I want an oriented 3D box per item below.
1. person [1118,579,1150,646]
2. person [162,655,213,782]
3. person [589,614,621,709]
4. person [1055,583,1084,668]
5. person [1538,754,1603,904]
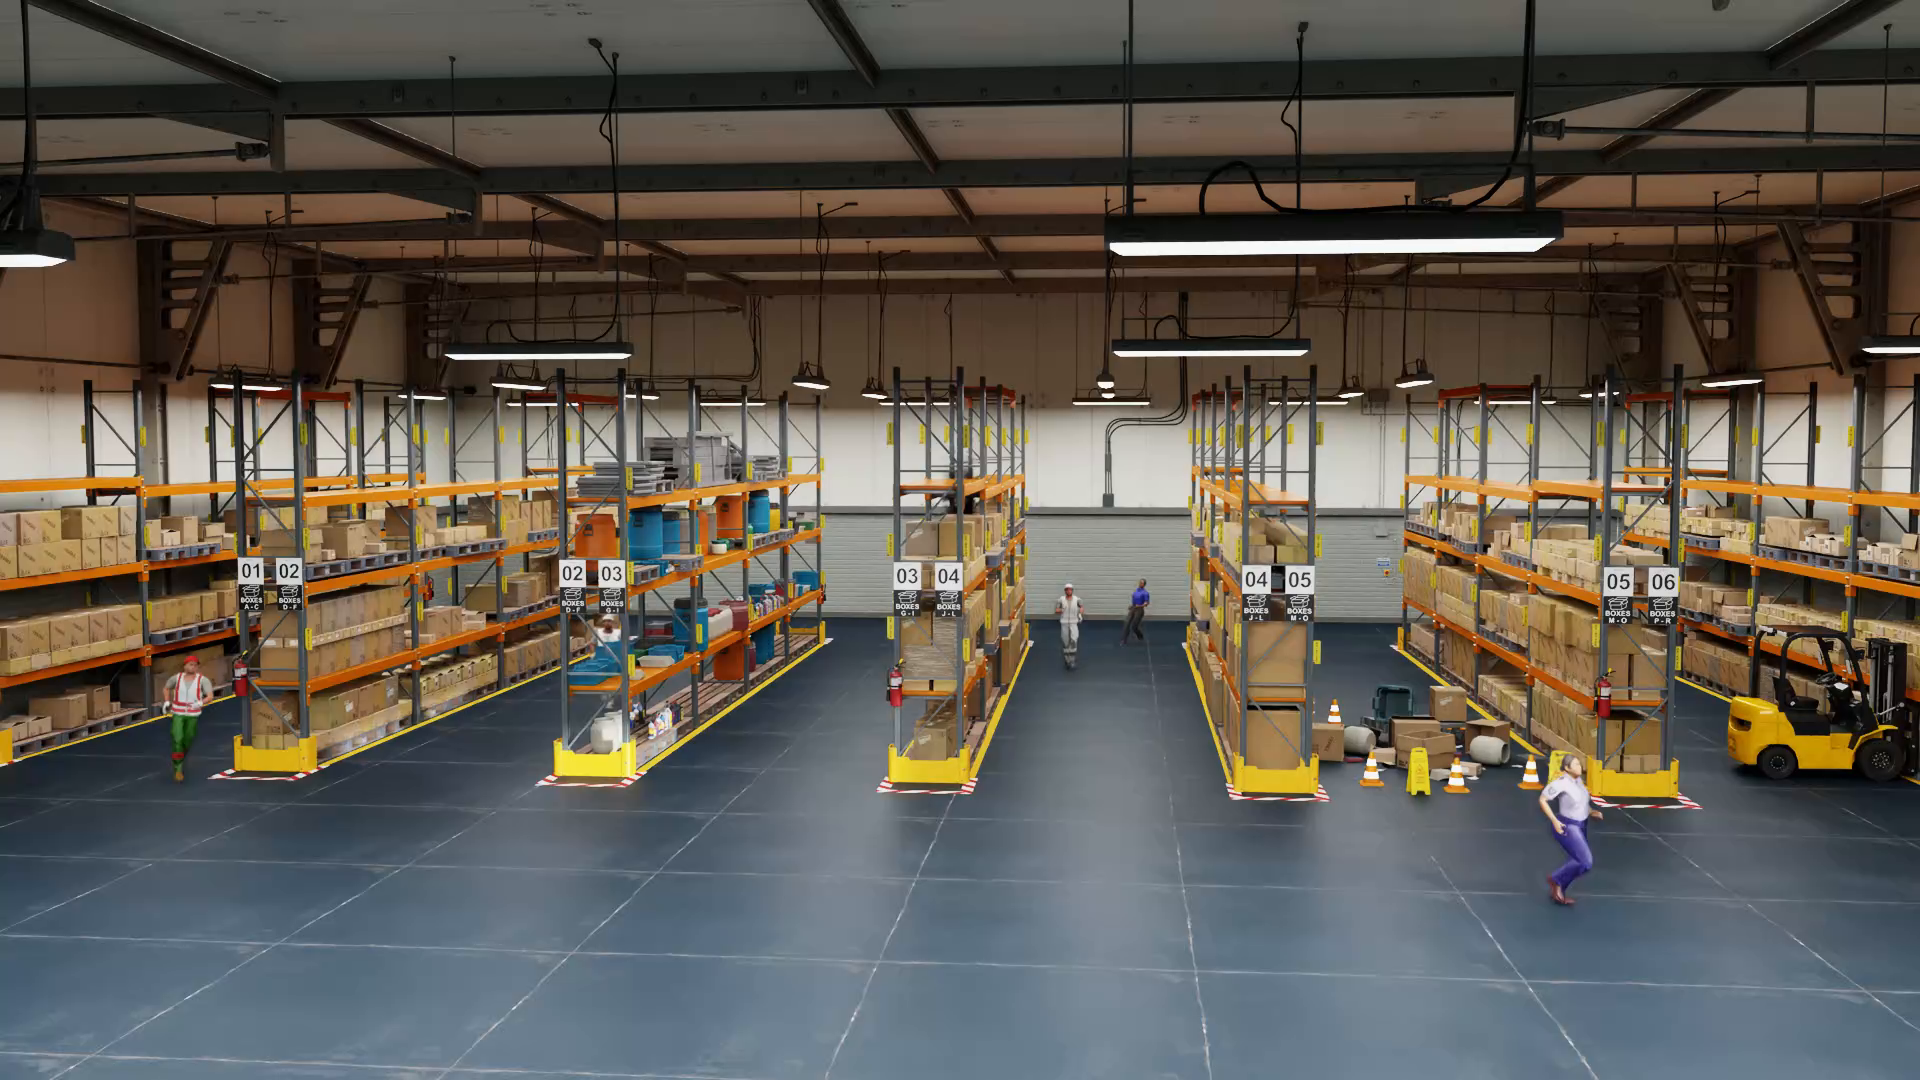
[{"bbox_3d":[4.225,1.762,39.786,0.722,1.567,0.632,-3,5,-40],"label":"person"},{"bbox_3d":[-11.390,2.590,24.538,0.691,1.786,0.861,-2,4,-29],"label":"person"},{"bbox_3d":[-6.476,2.234,30.579,0.684,1.732,0.594,0,4,-7],"label":"person"},{"bbox_3d":[2.376,1.864,36.151,0.631,1.838,0.720,0,4,5],"label":"person"},{"bbox_3d":[6.541,3.103,17.711,0.592,1.588,0.583,-3,5,-44],"label":"person"}]
